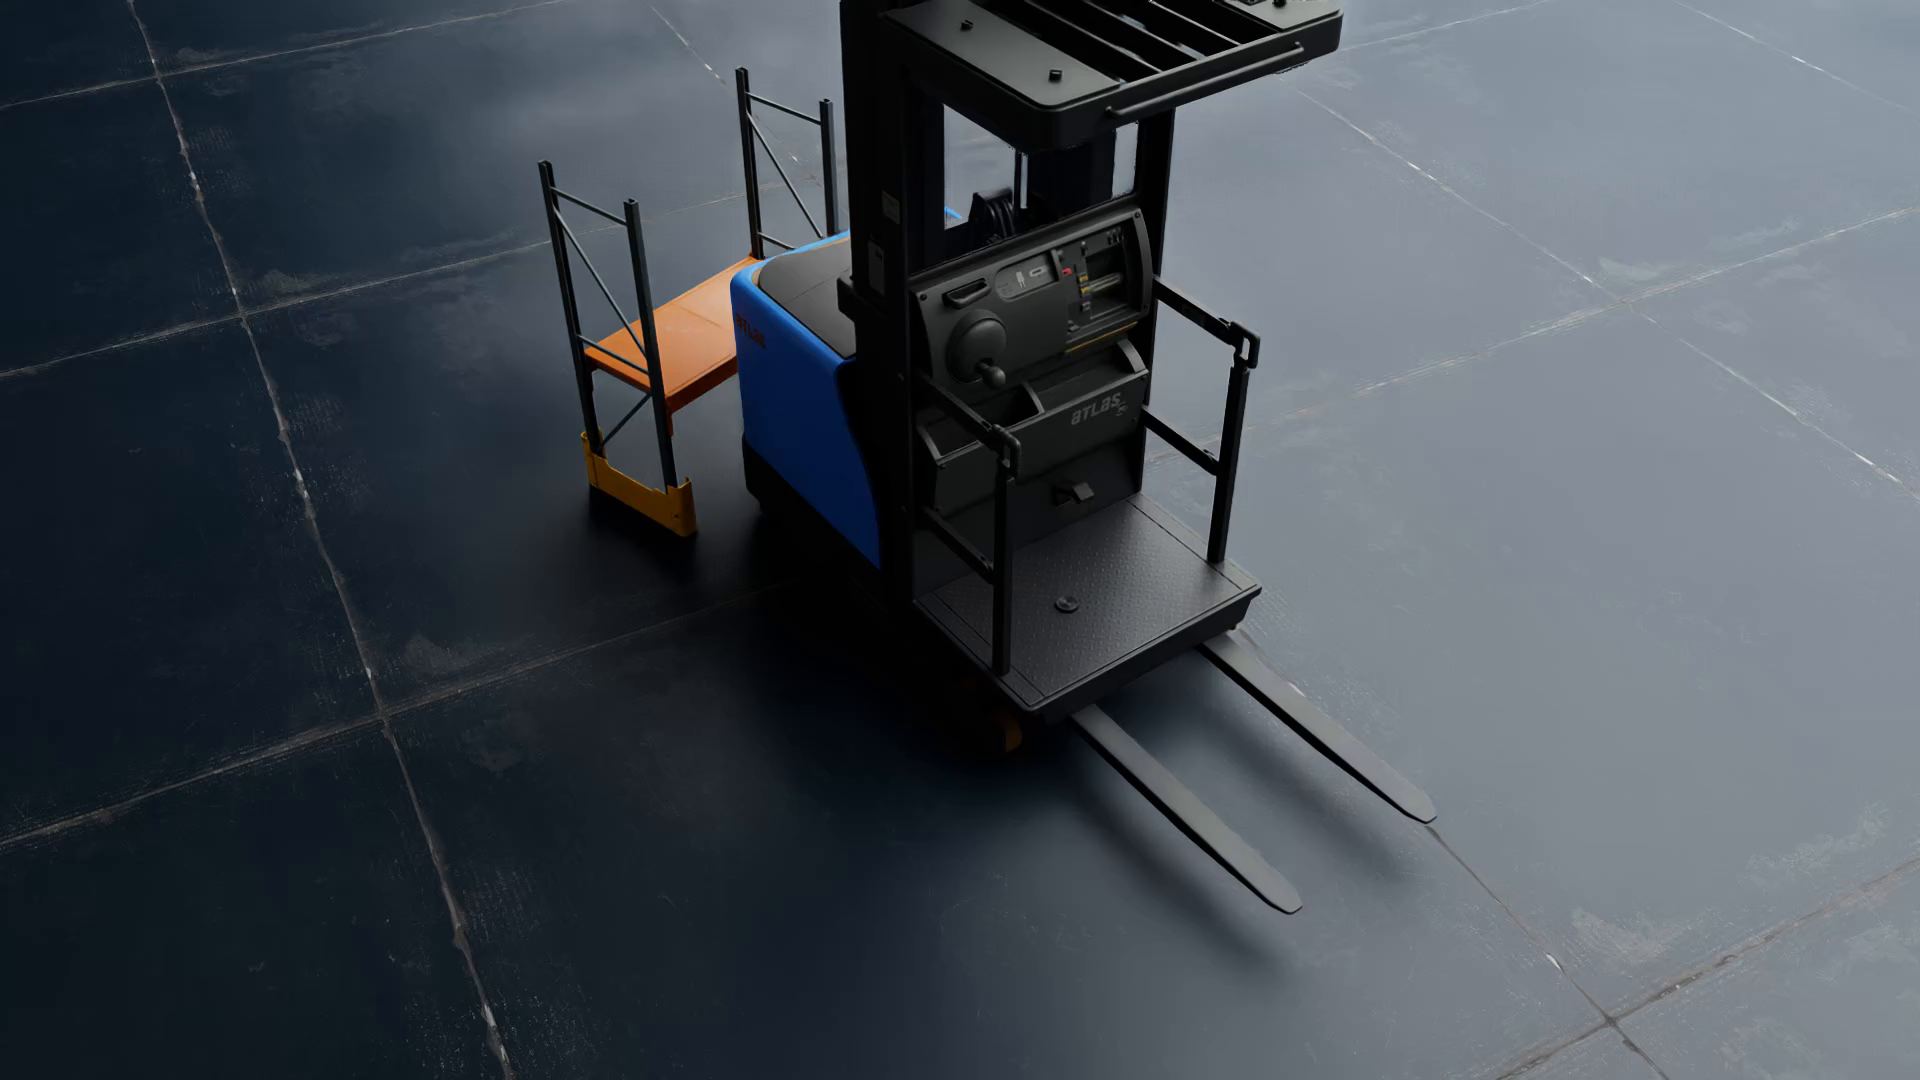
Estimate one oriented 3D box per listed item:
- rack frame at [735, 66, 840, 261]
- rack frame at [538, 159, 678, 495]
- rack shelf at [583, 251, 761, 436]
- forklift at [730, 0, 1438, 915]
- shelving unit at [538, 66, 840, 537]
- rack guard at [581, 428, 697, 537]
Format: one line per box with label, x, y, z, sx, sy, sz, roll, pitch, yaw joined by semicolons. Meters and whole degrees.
rack frame;-0.697;-1.222;7.033;0.500;1.500;0.032;27;47;29
rack frame;-1.334;-0.710;6.428;0.500;1.500;0.032;27;47;29
rack shelf;-1.016;-0.829;6.846;0.538;0.185;1.000;27;47;29
forklift;0.383;-0.726;5.339;1.130;2.935;3.031;-25;46;-27
shelving unit;-1.010;-0.970;6.736;0.587;1.500;1.083;27;47;29
rack guard;-1.322;-0.243;6.843;0.587;0.250;0.087;27;47;29
